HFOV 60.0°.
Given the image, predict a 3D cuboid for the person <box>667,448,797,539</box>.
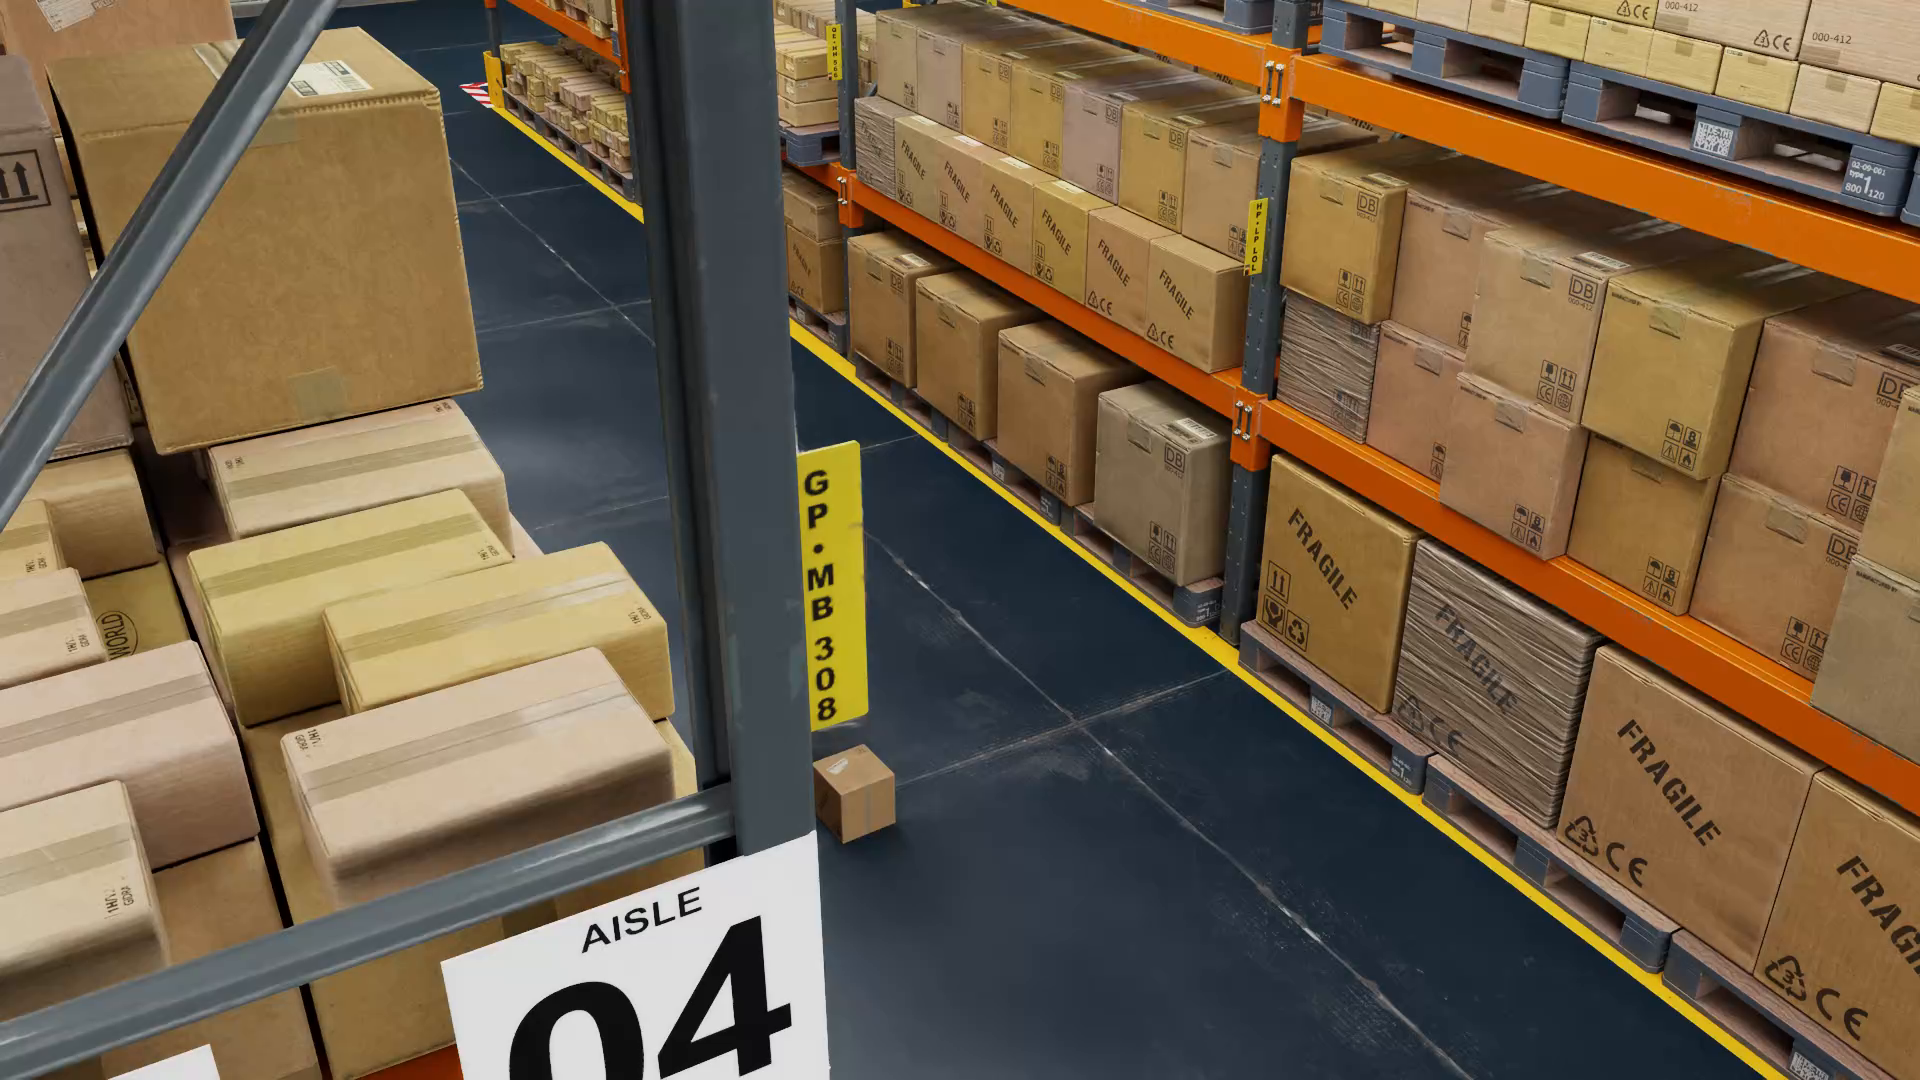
[{"bbox_3d":[-0.986,-0.123,7.340,0.566,1.710,1.077,-13,32,-23],"label":"person"}]
